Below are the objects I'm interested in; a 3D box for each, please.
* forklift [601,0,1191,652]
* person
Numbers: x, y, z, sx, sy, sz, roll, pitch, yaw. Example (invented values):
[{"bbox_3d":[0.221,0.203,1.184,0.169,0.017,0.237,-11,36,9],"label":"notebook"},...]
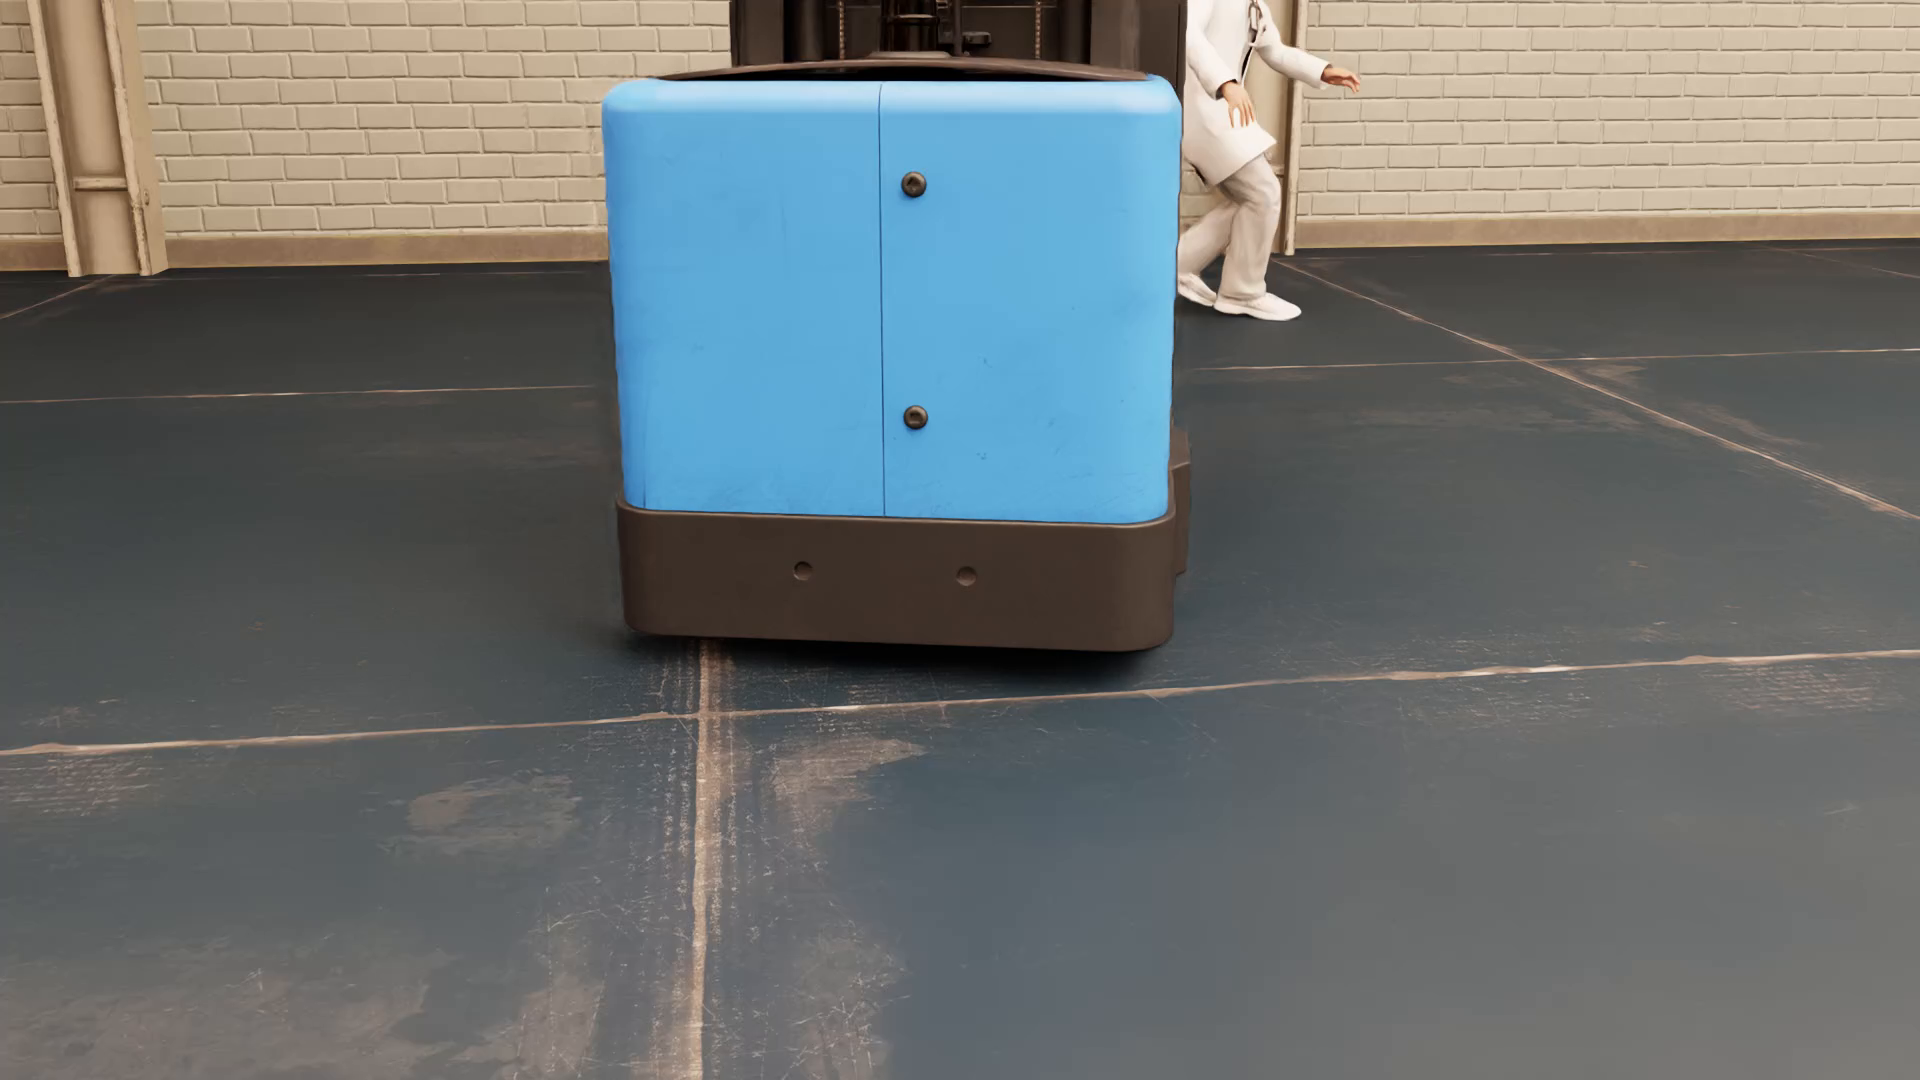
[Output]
[{"bbox_3d":[0.020,-1.577,4.118,1.130,2.935,3.031,2,17,6],"label":"forklift"},{"bbox_3d":[1.205,-1.750,6.904,0.859,1.660,0.897,5,17,16],"label":"person"}]
